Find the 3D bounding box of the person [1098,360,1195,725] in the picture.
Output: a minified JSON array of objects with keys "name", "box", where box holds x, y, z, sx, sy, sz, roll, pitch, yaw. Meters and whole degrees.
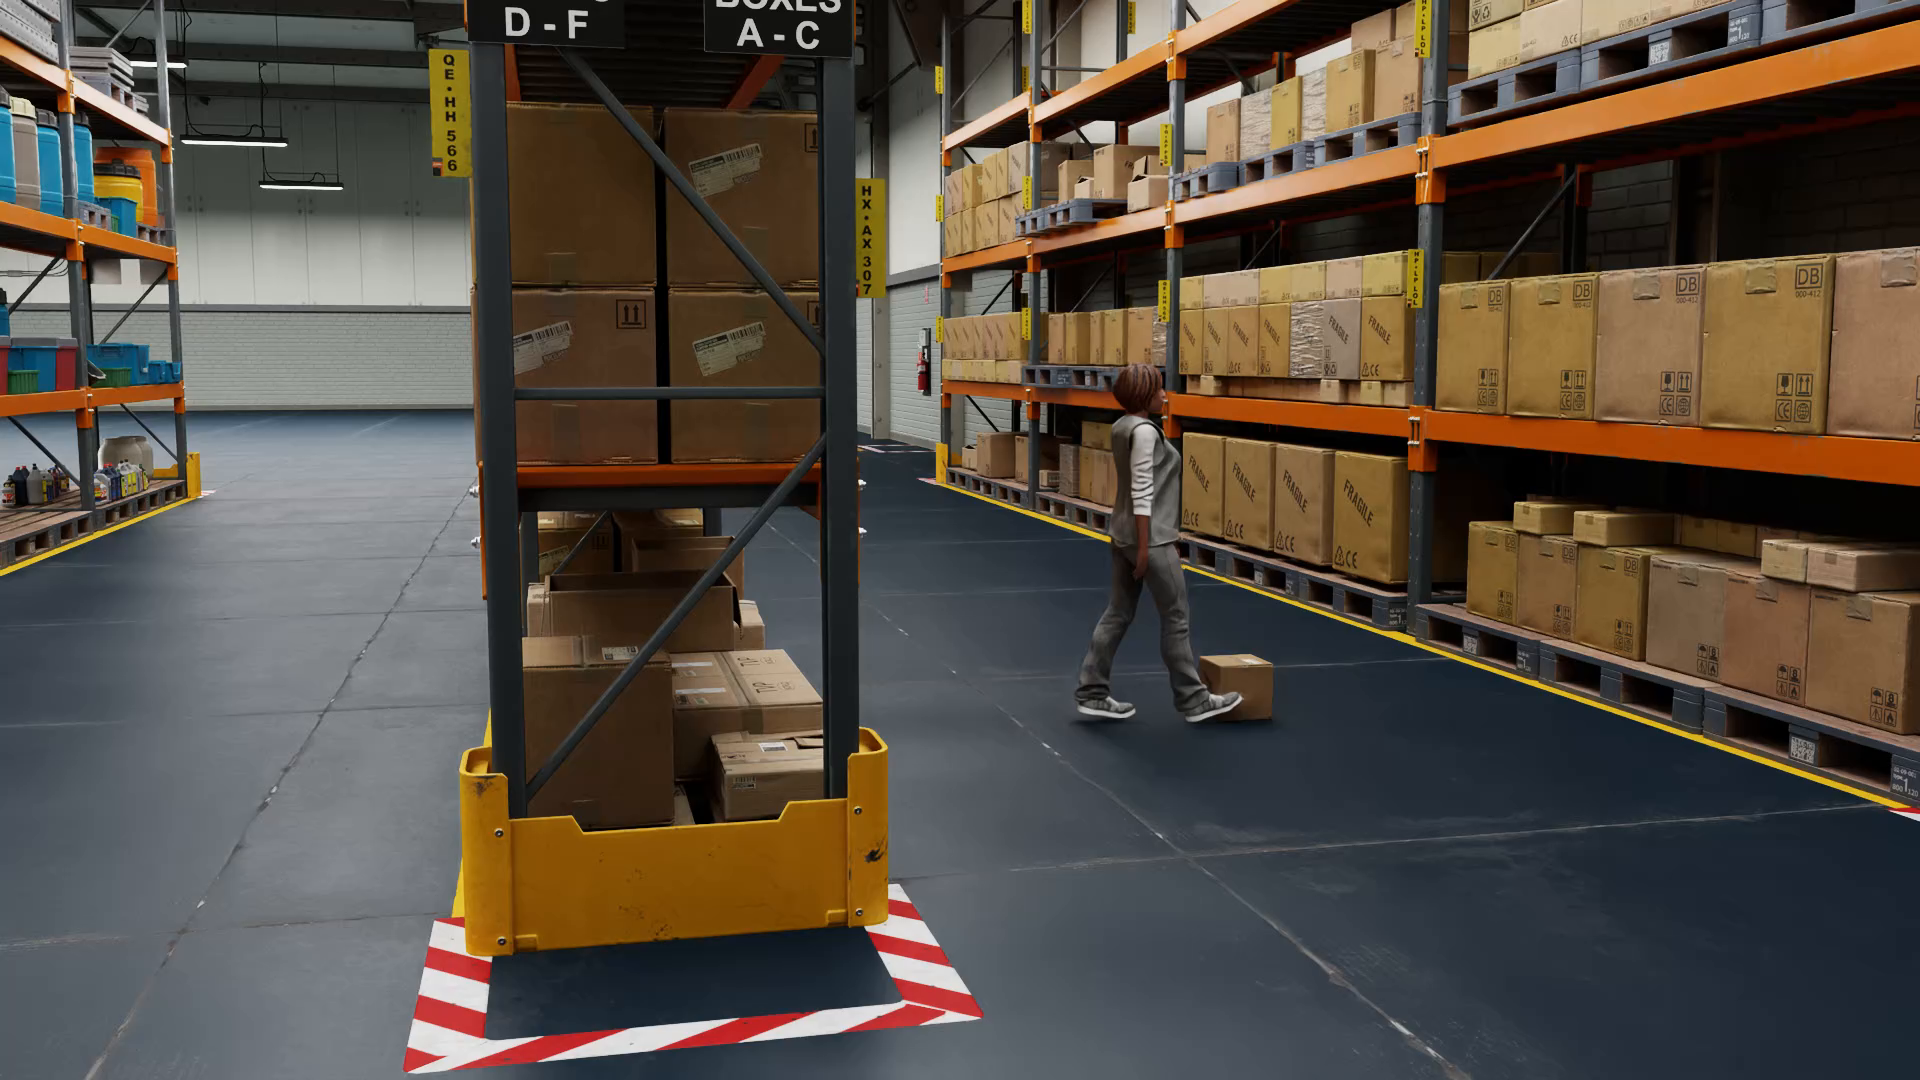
[{"name":"person","box":[0.816,0.012,7.316,0.389,1.599,0.407,-1,6,-13]}]
